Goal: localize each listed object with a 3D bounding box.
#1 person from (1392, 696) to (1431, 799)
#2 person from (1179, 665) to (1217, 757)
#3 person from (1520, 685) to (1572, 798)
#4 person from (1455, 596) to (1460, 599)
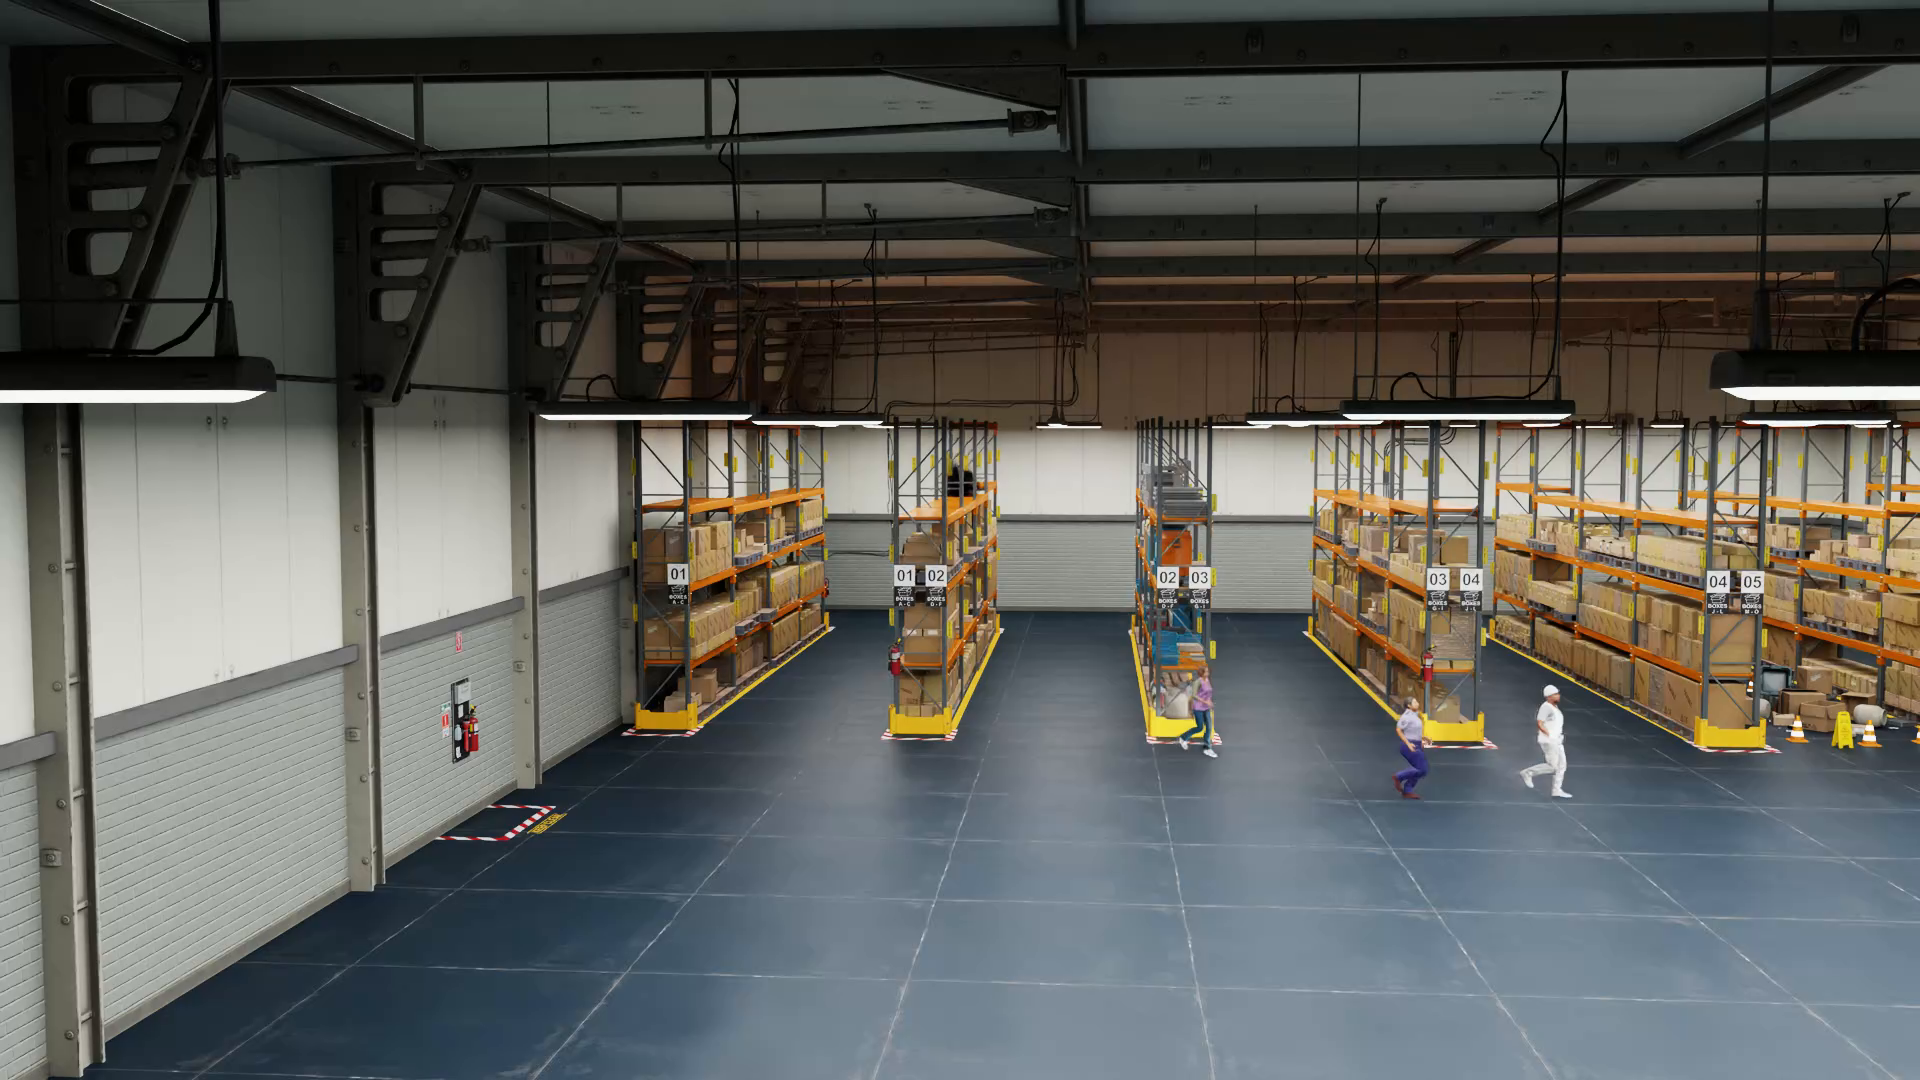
[{"bbox_3d":[7.041,3.235,25.929,0.549,1.602,0.608,2,4,26],"label":"person"},{"bbox_3d":[4.247,3.022,29.462,0.745,1.582,0.566,3,5,40],"label":"person"},{"bbox_3d":[9.218,3.152,26.095,0.781,1.757,0.698,2,4,32],"label":"person"},{"bbox_3d":[13.861,1.859,47.072,0.774,1.563,0.536,4,5,44],"label":"person"}]
